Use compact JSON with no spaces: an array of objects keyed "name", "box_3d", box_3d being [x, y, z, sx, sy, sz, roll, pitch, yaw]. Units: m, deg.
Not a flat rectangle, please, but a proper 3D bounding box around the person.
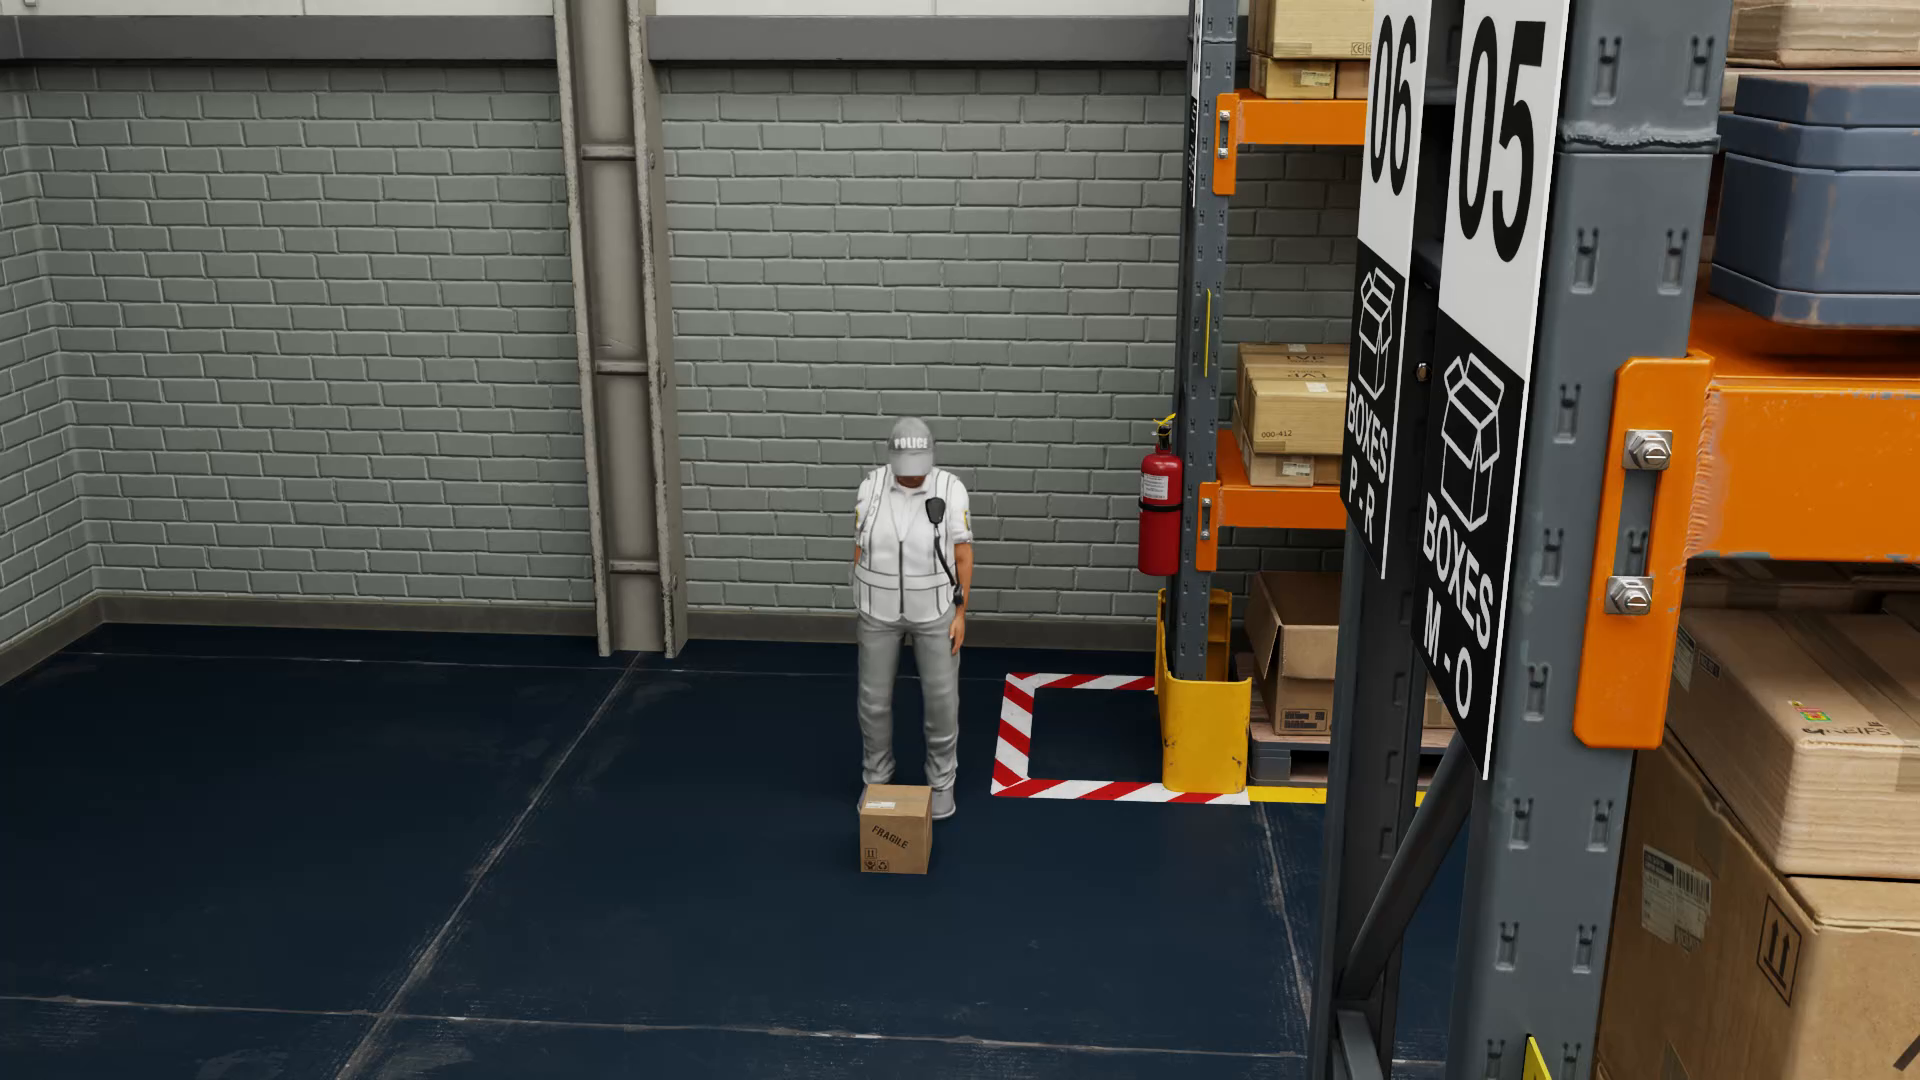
[{"name":"person","box_3d":[-0.186,0.309,6.620,0.478,1.649,0.409,2,18,5]}]
